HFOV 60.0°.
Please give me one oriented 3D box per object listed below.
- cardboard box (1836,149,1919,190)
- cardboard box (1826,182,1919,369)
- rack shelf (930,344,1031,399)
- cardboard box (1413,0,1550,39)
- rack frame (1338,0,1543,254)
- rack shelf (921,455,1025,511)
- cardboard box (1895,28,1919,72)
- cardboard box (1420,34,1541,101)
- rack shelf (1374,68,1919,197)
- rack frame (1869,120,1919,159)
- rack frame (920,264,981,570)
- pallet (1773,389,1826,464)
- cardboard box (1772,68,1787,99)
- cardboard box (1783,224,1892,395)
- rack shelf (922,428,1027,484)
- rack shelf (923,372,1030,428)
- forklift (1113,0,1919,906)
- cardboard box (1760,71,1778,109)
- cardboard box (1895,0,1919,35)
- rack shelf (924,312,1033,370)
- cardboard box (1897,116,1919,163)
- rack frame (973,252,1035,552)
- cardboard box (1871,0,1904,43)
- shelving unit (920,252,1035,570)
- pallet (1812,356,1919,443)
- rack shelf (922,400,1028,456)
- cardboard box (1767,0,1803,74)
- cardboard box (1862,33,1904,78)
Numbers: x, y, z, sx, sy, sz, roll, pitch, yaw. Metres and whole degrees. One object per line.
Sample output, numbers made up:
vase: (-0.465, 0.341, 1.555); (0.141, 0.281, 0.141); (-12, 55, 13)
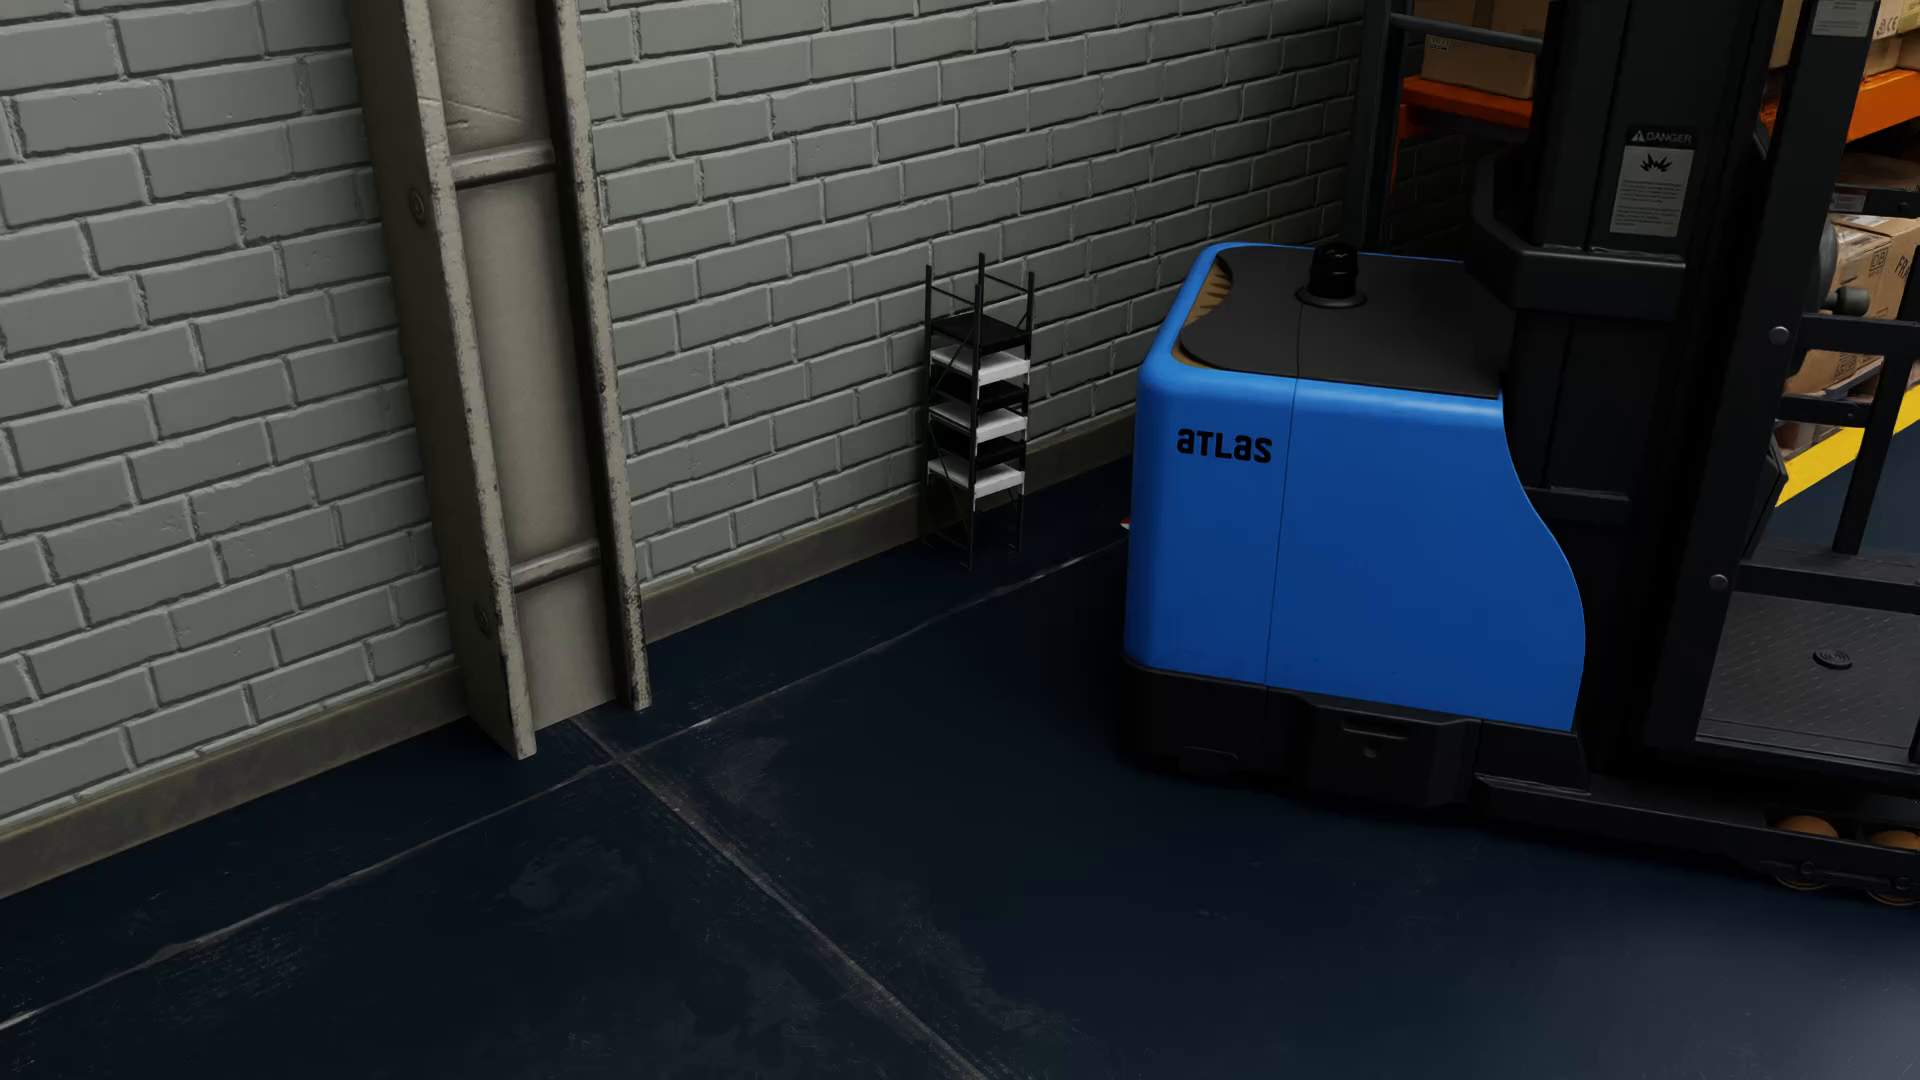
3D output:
cardboard box: (3.560, -1.183, 6.488); (0.500, 0.500, 0.700); (-23, 36, -37)
cardboard box: (3.237, -0.991, 6.129); (0.500, 0.500, 0.500); (-21, 35, -34)
rack shelf: (0.050, -0.512, 4.935); (0.200, 0.077, 0.258); (-19, 34, -36)
cardboard box: (1.745, -1.683, 5.060); (0.500, 0.250, 0.500); (-21, 34, -34)
rack frame: (1.568, -1.382, 4.653); (0.127, 3.000, 1.000); (-22, 35, -35)
rack shelf: (0.040, -0.191, 5.097); (0.200, 0.077, 0.258); (-19, 34, -36)
cardboard box: (3.008, -1.650, 5.421); (0.250, 0.149, 0.380); (-23, 36, -36)
cardboard box: (1.646, -1.469, 5.082); (0.250, 0.149, 0.380); (-22, 35, -35)
rack shelf: (3.089, -1.676, 5.968); (4.000, 0.370, 1.077); (-22, 35, -35)
rack frame: (4.611, -2.606, 6.943); (0.127, 3.000, 1.000); (-22, 35, -35)
rack frame: (-0.032, -0.354, 4.941); (0.006, 0.900, 0.240); (-19, 34, -36)
pallet: (2.231, -0.419, 5.811); (1.213, 0.211, 1.003); (-22, 35, -35)
cardboard box: (2.337, -1.461, 5.067); (0.250, 0.149, 0.380); (-22, 35, -36)
cardboard box: (2.770, -0.865, 5.893); (0.500, 0.500, 0.700); (-20, 34, -33)
rack shelf: (0.042, -0.271, 5.056); (0.200, 0.077, 0.258); (-19, 34, -36)
rack shelf: (0.047, -0.432, 4.975); (0.200, 0.077, 0.258); (-19, 34, -36)
forklift: (1.963, -0.754, 3.552); (3.031, 2.935, 1.130); (8, 29, 14)
cardboard box: (2.159, -1.368, 4.893); (0.250, 0.149, 0.380); (-21, 35, -34)
cardboard box: (2.855, -1.800, 5.279); (0.500, 0.250, 0.500); (-23, 36, -36)
rack shelf: (0.053, -0.593, 4.894); (0.200, 0.077, 0.258); (-19, 34, -36)
cardboard box: (4.792, -1.945, 7.913); (0.500, 0.500, 0.500); (-22, 35, -35)
rack frame: (0.124, -0.409, 5.060); (0.006, 0.900, 0.240); (-19, 34, -36)
cardboard box: (2.471, -1.643, 4.986); (0.500, 0.250, 0.500); (-21, 35, -34)
shelving unit: (0.046, -0.381, 5.001); (0.210, 0.900, 0.258); (-19, 34, -36)
pallet: (3.159, -0.791, 6.506); (1.213, 0.211, 1.003); (-22, 35, -35)
rack shelf: (0.045, -0.352, 5.016); (0.200, 0.077, 0.258); (-19, 34, -36)
cardboard box: (2.088, -1.489, 4.698); (0.500, 0.250, 0.500); (-22, 35, -35)
cardboard box: (2.767, -1.599, 5.326); (0.250, 0.149, 0.380); (-21, 35, -34)
